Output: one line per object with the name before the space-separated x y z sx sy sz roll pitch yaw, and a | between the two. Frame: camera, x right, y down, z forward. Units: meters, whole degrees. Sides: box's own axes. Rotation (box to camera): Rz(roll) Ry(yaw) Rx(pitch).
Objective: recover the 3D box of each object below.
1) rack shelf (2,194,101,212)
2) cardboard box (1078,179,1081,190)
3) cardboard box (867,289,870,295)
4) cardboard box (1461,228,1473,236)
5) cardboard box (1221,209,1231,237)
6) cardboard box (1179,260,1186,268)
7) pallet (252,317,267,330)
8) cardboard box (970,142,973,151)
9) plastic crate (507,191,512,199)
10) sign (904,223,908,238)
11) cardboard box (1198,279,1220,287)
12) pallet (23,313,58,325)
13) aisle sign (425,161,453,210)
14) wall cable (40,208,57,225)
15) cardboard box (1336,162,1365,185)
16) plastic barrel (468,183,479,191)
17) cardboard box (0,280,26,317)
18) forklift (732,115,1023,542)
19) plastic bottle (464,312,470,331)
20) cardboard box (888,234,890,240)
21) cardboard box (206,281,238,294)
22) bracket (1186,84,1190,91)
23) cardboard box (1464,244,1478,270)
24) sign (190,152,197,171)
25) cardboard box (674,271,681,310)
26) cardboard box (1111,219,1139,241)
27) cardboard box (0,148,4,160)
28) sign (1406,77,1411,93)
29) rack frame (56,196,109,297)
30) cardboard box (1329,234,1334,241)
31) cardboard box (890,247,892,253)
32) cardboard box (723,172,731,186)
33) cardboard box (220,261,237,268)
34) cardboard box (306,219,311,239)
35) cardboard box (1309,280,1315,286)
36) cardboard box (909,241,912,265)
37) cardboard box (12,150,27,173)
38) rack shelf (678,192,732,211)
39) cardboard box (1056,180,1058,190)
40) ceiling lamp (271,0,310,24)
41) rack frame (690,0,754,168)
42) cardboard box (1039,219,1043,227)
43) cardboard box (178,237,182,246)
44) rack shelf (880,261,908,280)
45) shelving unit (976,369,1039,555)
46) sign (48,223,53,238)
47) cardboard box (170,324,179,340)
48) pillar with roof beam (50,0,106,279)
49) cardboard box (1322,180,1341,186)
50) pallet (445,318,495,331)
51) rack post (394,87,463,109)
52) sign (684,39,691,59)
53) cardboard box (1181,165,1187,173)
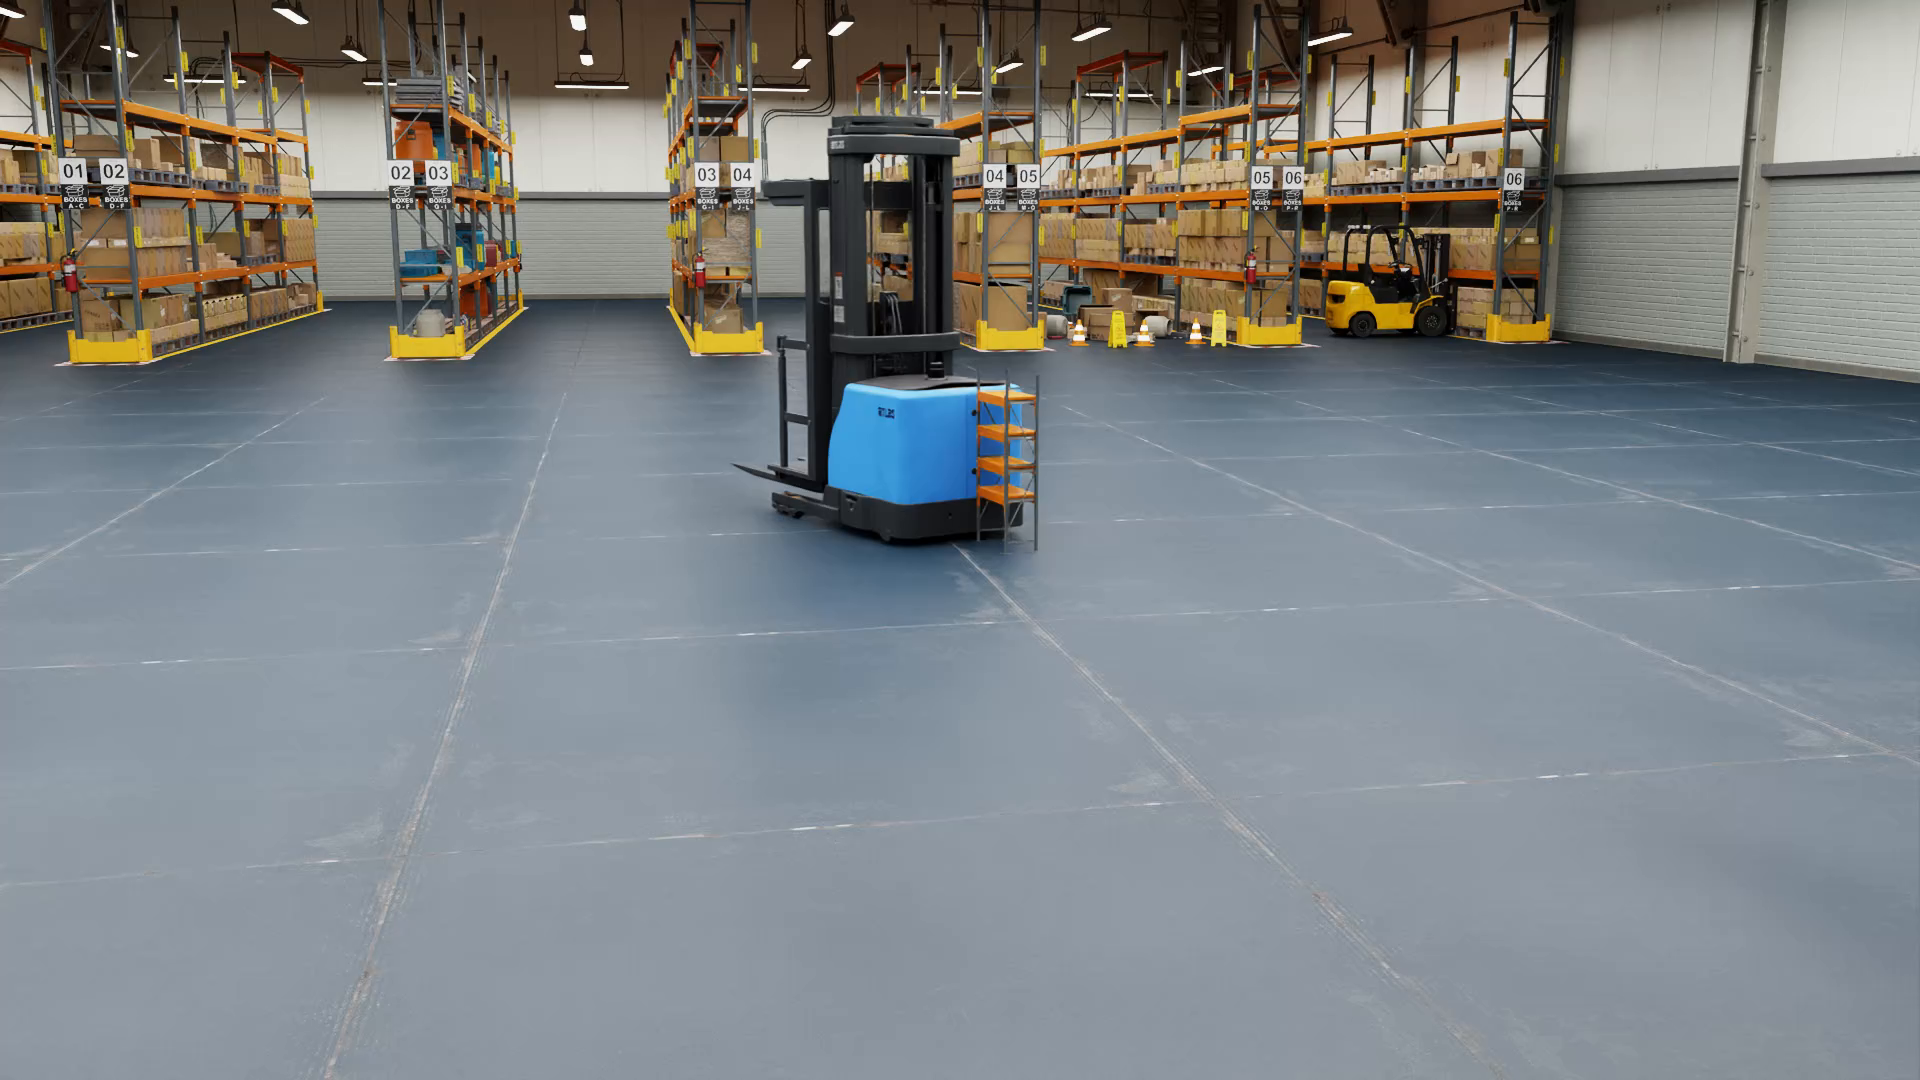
rack shelf | -21.295 -7.874 38.947 1.077 0.370 4.000 -2 11 -11
cardboard box | 3.145 -8.797 41.109 0.396 0.266 0.258 -2 11 -12
cardboard box | -2.297 -6.525 43.661 0.380 0.149 0.250 -2 11 -9
cardboard box | 10.026 -6.024 32.524 0.380 0.149 0.250 -2 11 -10
cardboard box | 5.320 -5.953 31.211 0.700 0.500 0.500 -2 11 -10
cardboard box | 4.694 -5.628 33.915 0.380 0.149 0.250 -2 11 -11
pallet | -15.378 -4.603 35.316 1.003 0.211 1.213 -2 11 -11
cardboard box | 0.394 -7.028 29.727 0.380 0.149 0.250 -2 11 -10
plastic crate | -11.494 -8.680 41.824 0.450 0.188 0.336 -2 11 -11
sign | -1.197 -6.864 36.854 0.100 0.325 0.005 -2 11 -11
cardboard box | 4.919 -5.077 32.838 0.380 0.149 0.250 -1 11 -8
pallet | -20.682 -4.879 36.765 1.003 0.211 1.213 -2 11 -11
aisle sign | -8.553 -5.821 27.306 0.394 0.787 0.004 -2 11 -11
wall cable | -22.861 -7.821 42.045 0.084 1.984 1.851 -2 11 -11
cardboard box | 8.939 -8.372 37.980 0.500 0.500 0.500 -2 11 -11
plastic barrel | -9.934 -7.195 33.823 0.301 0.262 0.301 0 11 0
cardboard box | -20.306 -5.105 35.119 0.750 0.750 0.750 -2 11 -11
forklift | -0.784 -1.656 12.559 1.130 2.935 3.031 -7 13 -33
plastic bottle | -9.187 -4.052 30.873 0.144 0.351 0.185 -3 11 -14
cardboard box | -1.461 -7.042 38.628 0.380 0.149 0.250 -2 11 -8
cardboard box | -15.697 -5.364 35.361 0.500 0.250 0.500 -2 11 -9
bracket | 6.951 -13.943 51.261 0.235 0.232 0.430 -2 11 -11
cardboard box | 10.148 -5.494 32.271 0.500 0.500 0.500 -2 11 -9
sign | -13.947 -6.888 30.245 0.100 0.325 0.005 -2 11 -11
cardboard box | -6.011 -5.810 38.758 1.225 0.875 0.875 -3 11 -13
cardboard box | 3.812 -7.180 38.457 0.500 0.500 0.500 -2 11 -13
cardboard box | -20.741 -8.228 35.430 0.500 0.250 0.500 -2 11 -13
sign | 9.285 -9.425 34.438 0.100 0.325 0.005 -2 11 -11
rack frame | -21.684 -7.121 41.087 1.000 3.000 0.127 -2 11 -11
cardboard box | 8.810 -7.034 38.630 0.380 0.149 0.250 -2 11 -9
cardboard box | -1.409 -6.701 38.427 0.380 0.149 0.250 -3 11 -14
cardboard box | -3.836 -6.225 28.756 0.500 0.250 0.500 -2 11 -9
cardboard box | -14.824 -5.556 33.538 0.380 0.149 0.250 -2 11 -11
cardboard box | -16.370 -7.678 41.072 0.500 0.500 0.500 -2 11 -9
cardboard box | 8.609 -6.163 39.882 0.380 0.149 0.250 -3 11 -14
cardboard box | -0.844 -6.313 36.574 0.500 0.500 0.500 -2 11 -10
cardboard box | -21.271 -8.531 37.476 0.500 0.500 0.500 -2 11 -11
rack shelf | -5.163 -6.947 34.077 1.077 0.370 4.000 -2 11 -11
cardboard box | 2.855 -9.431 44.047 0.500 0.311 0.500 -2 11 -10
ceiling lamp | -11.814 -10.988 29.751 0.800 3.185 2.000 -2 11 -11
rack frame | -3.996 -7.674 27.948 1.000 3.000 0.127 -2 11 -11
cardboard box | 2.427 -8.464 45.200 0.500 0.500 0.500 -2 11 -12
cardboard box | -14.129 -5.333 29.693 0.380 0.149 0.250 -2 11 -13
rack shelf | -1.056 -6.369 39.062 1.077 0.370 4.000 -2 11 -11
shelving unit | 0.321 -0.538 11.317 0.258 1.200 0.503 -4 12 -21
sign | -20.376 -6.939 37.245 0.100 0.325 0.005 -2 11 -11
cardboard box | -13.890 -3.604 28.843 0.500 0.250 0.500 -2 11 -11
pillar with roof beam | -18.835 -10.688 43.785 9.100 9.000 0.548 -2 11 -11
cardboard box | 8.732 -8.388 39.055 0.380 0.149 0.250 -2 11 -10
pallet | -10.297 -4.501 34.778 1.003 0.211 1.213 -2 11 -11
rack post | -8.876 -7.392 27.801 0.937 0.300 0.954 -1 11 -5
sign | -4.544 -8.194 27.759 0.100 0.325 0.005 -2 11 -11
cardboard box | 4.688 -7.493 33.559 0.380 0.149 0.250 -2 11 -12
